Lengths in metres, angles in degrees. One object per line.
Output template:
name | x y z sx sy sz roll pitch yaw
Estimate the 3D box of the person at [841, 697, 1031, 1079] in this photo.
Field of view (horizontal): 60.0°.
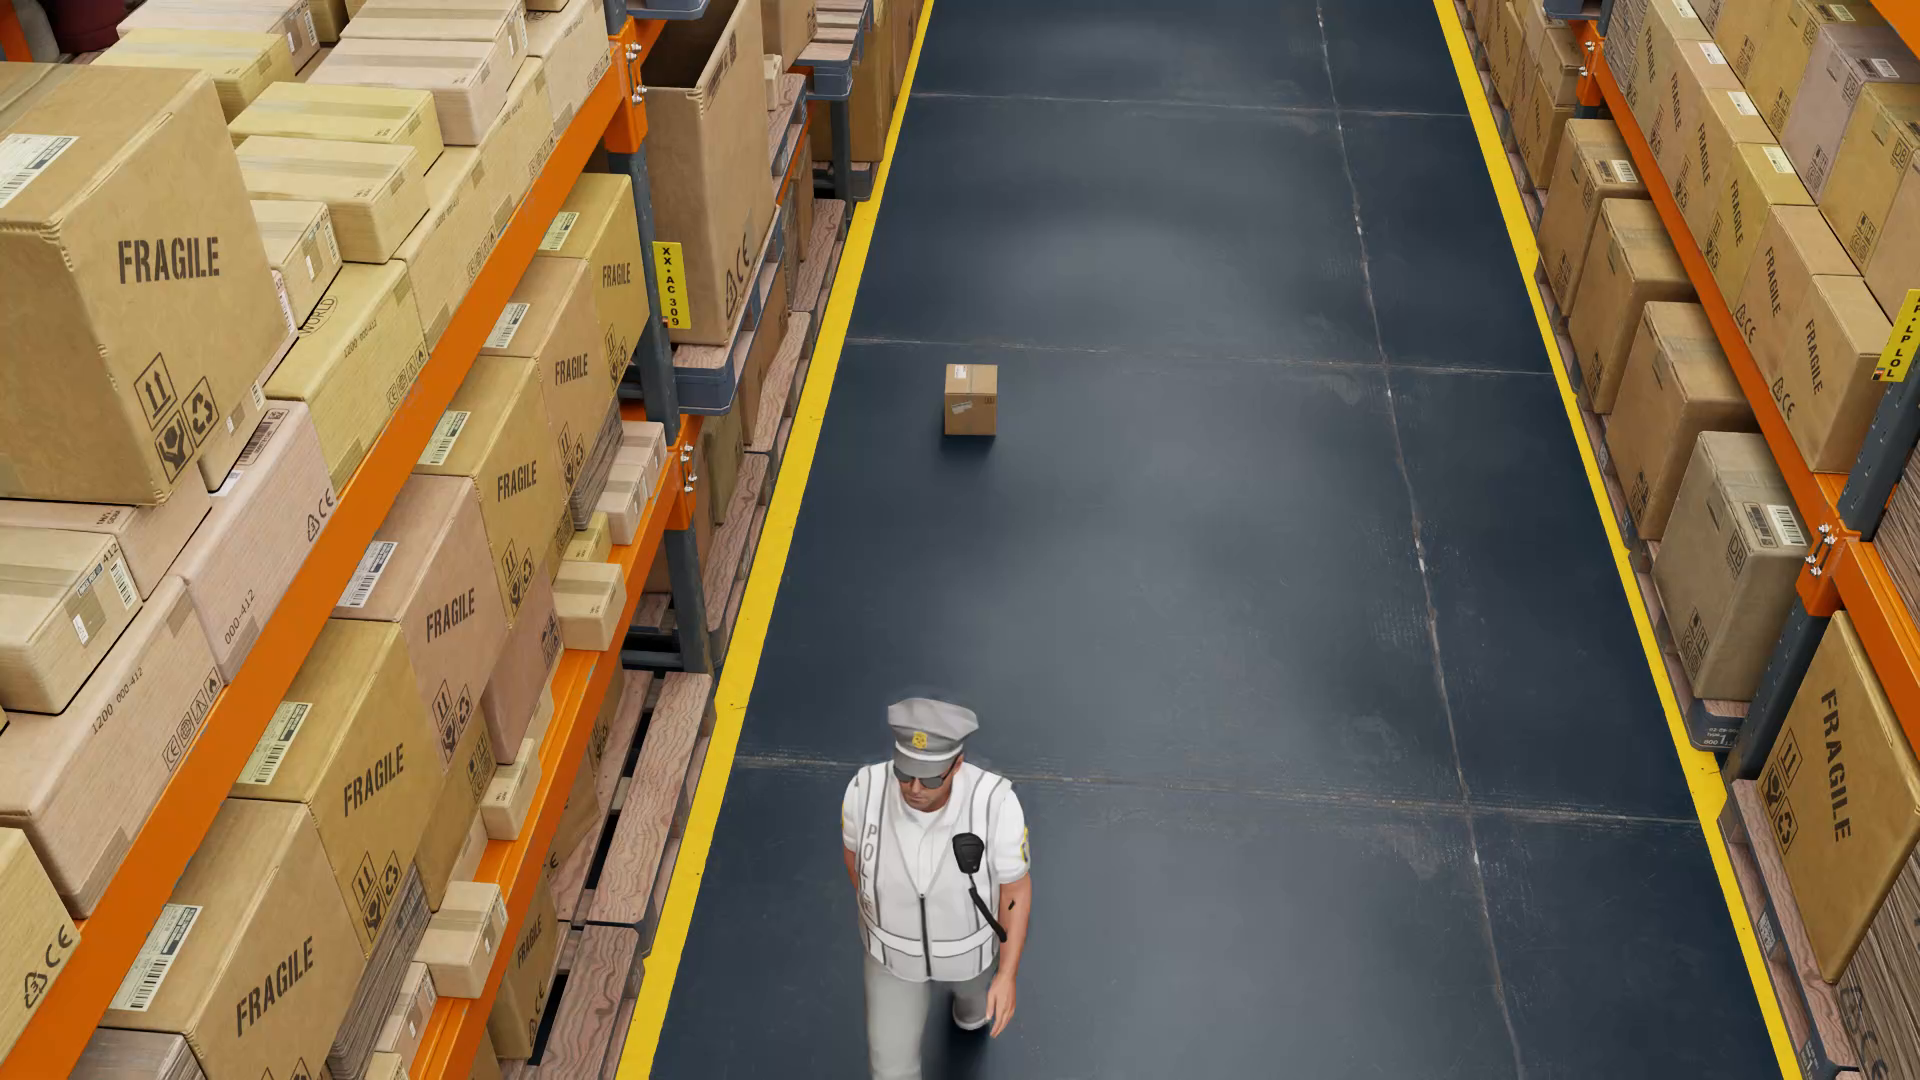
person | -0.070 1.132 4.770 0.538 1.719 1.075 1 40 1
